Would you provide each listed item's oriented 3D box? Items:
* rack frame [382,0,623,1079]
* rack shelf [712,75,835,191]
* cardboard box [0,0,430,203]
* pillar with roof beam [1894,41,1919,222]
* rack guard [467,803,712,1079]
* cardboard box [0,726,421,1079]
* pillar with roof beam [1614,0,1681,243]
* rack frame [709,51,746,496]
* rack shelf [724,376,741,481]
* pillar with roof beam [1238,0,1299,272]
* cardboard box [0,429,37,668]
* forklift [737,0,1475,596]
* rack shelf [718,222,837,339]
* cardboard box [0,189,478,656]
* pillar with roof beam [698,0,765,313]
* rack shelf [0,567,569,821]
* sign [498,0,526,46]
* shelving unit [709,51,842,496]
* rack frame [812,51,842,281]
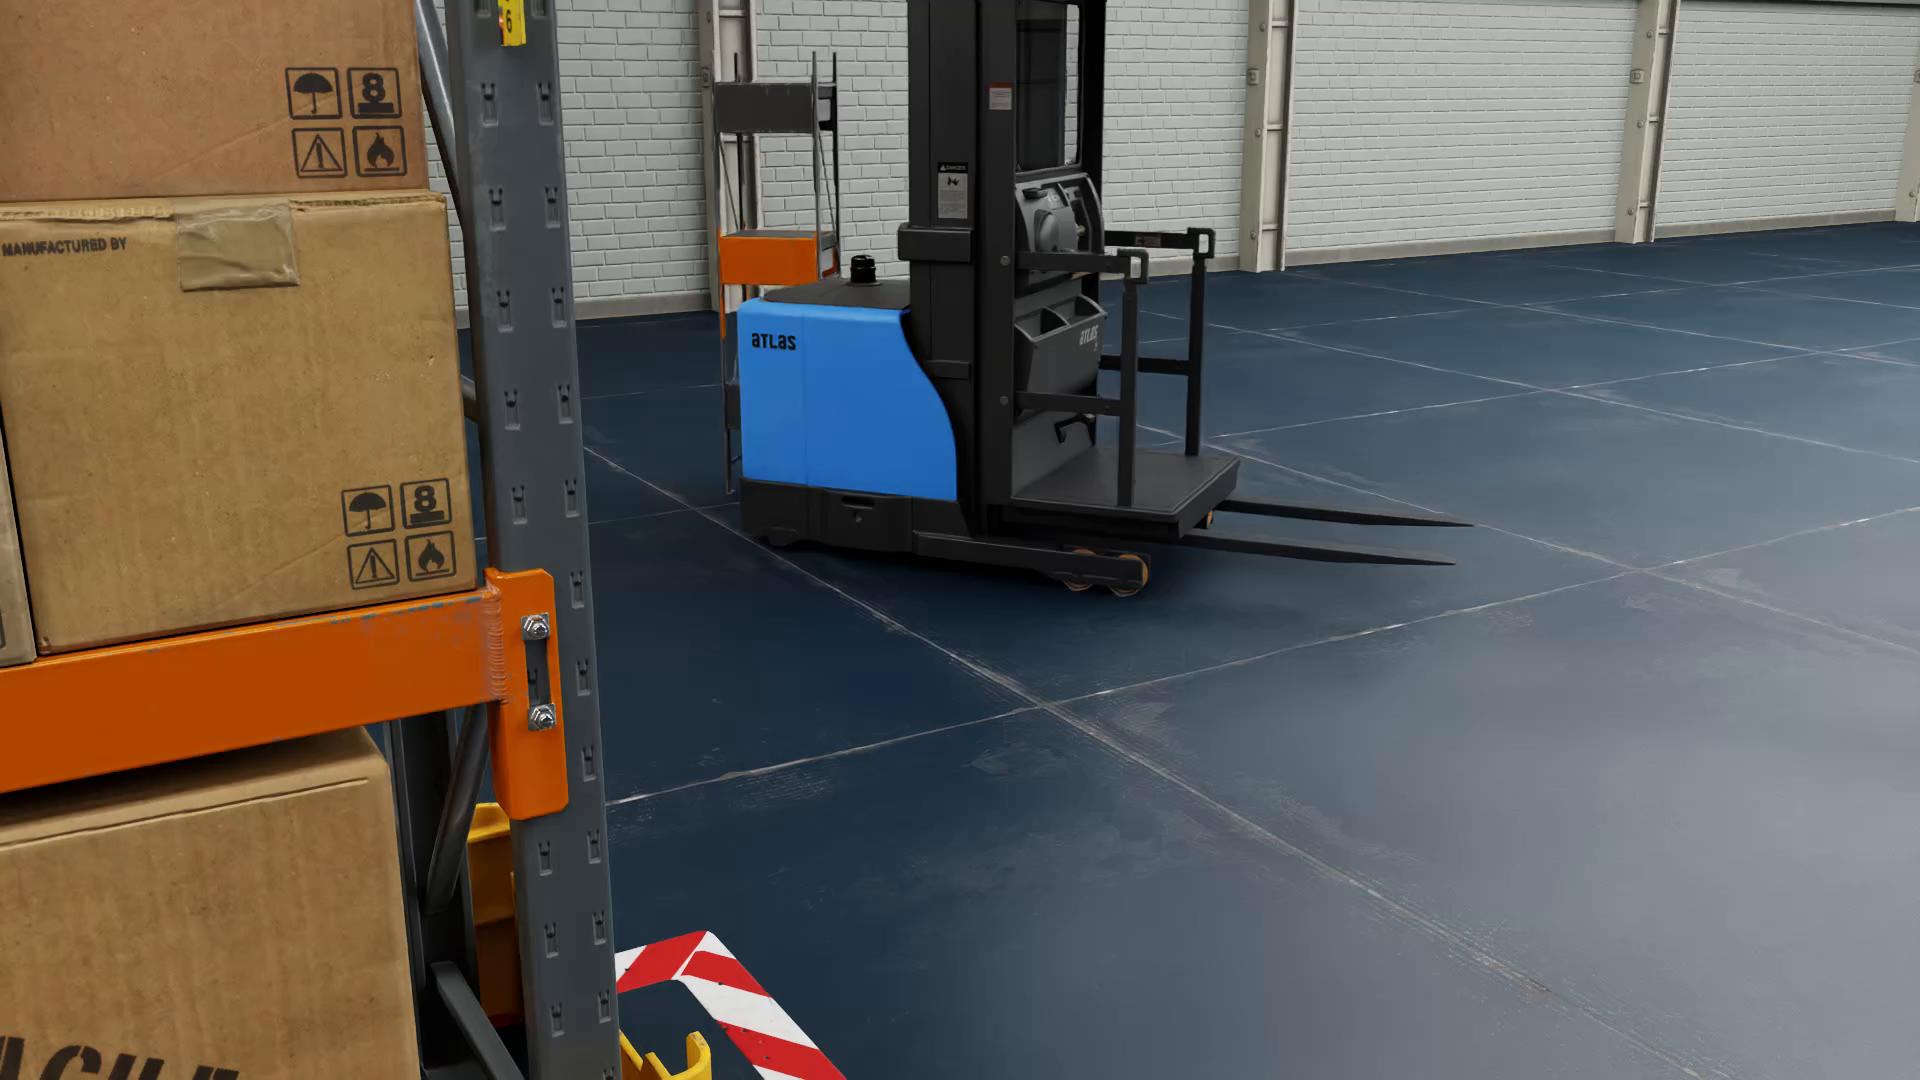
[{"bbox_3d":[-0.841,-0.246,2.729,0.127,3.000,1.000,-9,18,-30],"label":"rack frame"},{"bbox_3d":[-0.867,-1.930,7.863,0.480,0.518,0.431,3,16,10],"label":"rack shelf"},{"bbox_3d":[-1.179,-0.795,2.411,0.550,0.550,0.875,-9,18,-30],"label":"cardboard box"},{"bbox_3d":[15.693,-7.865,18.796,0.400,9.000,9.100,-9,18,-30],"label":"pillar with roof beam"},{"bbox_3d":[-0.820,0.955,3.078,0.348,0.500,1.175,-9,18,-30],"label":"rack guard"},{"bbox_3d":[-1.388,0.685,2.568,0.875,0.875,0.875,-9,18,-29],"label":"cardboard box"},{"bbox_3d":[10.549,-7.031,15.821,0.400,9.000,9.100,-9,18,-30],"label":"pillar with roof beam"},{"bbox_3d":[-1.107,-1.282,8.091,0.015,2.100,0.400,3,16,10],"label":"rack frame"},{"bbox_3d":[-0.867,-0.582,8.241,0.480,0.518,0.431,3,16,10],"label":"rack shelf"},{"bbox_3d":[5.406,-6.197,12.846,0.400,9.000,9.100,-9,18,-30],"label":"pillar with roof beam"},{"bbox_3d":[-1.596,-0.174,2.196,0.550,0.550,0.875,-9,18,-30],"label":"cardboard box"},{"bbox_3d":[0.601,-1.350,6.796,3.031,2.935,1.130,7,17,22],"label":"forklift"},{"bbox_3d":[-0.867,-1.256,8.052,0.480,0.518,0.431,3,16,10],"label":"rack shelf"},{"bbox_3d":[-1.135,-0.256,2.487,0.550,0.550,0.875,-9,18,-30],"label":"cardboard box"},{"bbox_3d":[0.263,-5.363,9.870,0.400,9.000,9.100,-9,18,-30],"label":"pillar with roof beam"},{"bbox_3d":[-2.555,0.379,1.834,4.000,0.370,1.077,-9,18,-30],"label":"rack shelf"},{"bbox_3d":[-0.573,-0.790,2.086,0.005,0.325,0.100,-9,18,-30],"label":"sign"},{"bbox_3d":[-0.867,-1.269,8.048,0.503,2.100,0.431,3,16,10],"label":"shelving unit"},{"bbox_3d":[-0.627,-1.257,8.005,0.015,2.100,0.400,3,16,10],"label":"rack frame"}]
